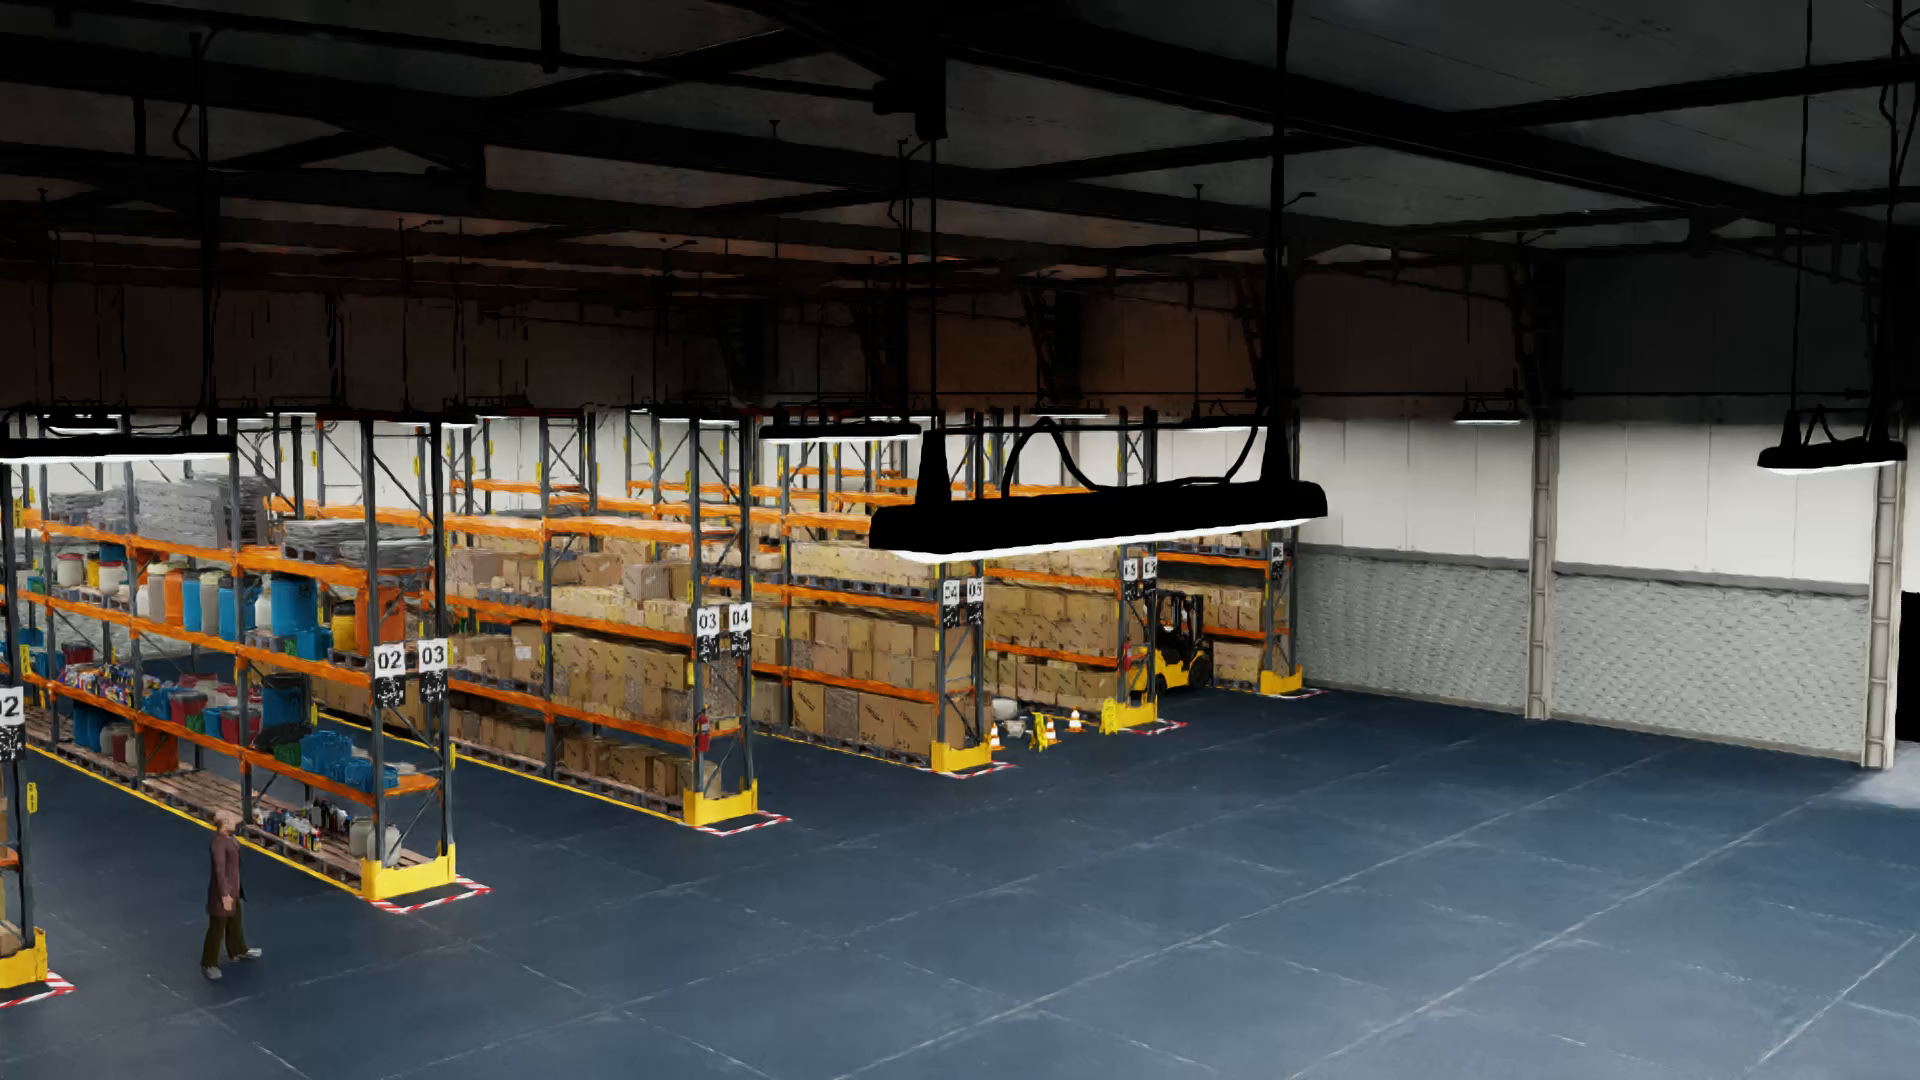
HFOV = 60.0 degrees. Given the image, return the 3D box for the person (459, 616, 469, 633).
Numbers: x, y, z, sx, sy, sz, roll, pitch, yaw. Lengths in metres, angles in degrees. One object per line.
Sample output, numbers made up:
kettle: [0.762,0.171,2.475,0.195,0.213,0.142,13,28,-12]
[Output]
person: [-12.054,1.868,40.503,0.566,1.784,0.620,1,5,9]

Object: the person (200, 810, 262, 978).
person: [-8.024,3.817,18.192,0.546,1.776,0.746,-1,5,-13]
